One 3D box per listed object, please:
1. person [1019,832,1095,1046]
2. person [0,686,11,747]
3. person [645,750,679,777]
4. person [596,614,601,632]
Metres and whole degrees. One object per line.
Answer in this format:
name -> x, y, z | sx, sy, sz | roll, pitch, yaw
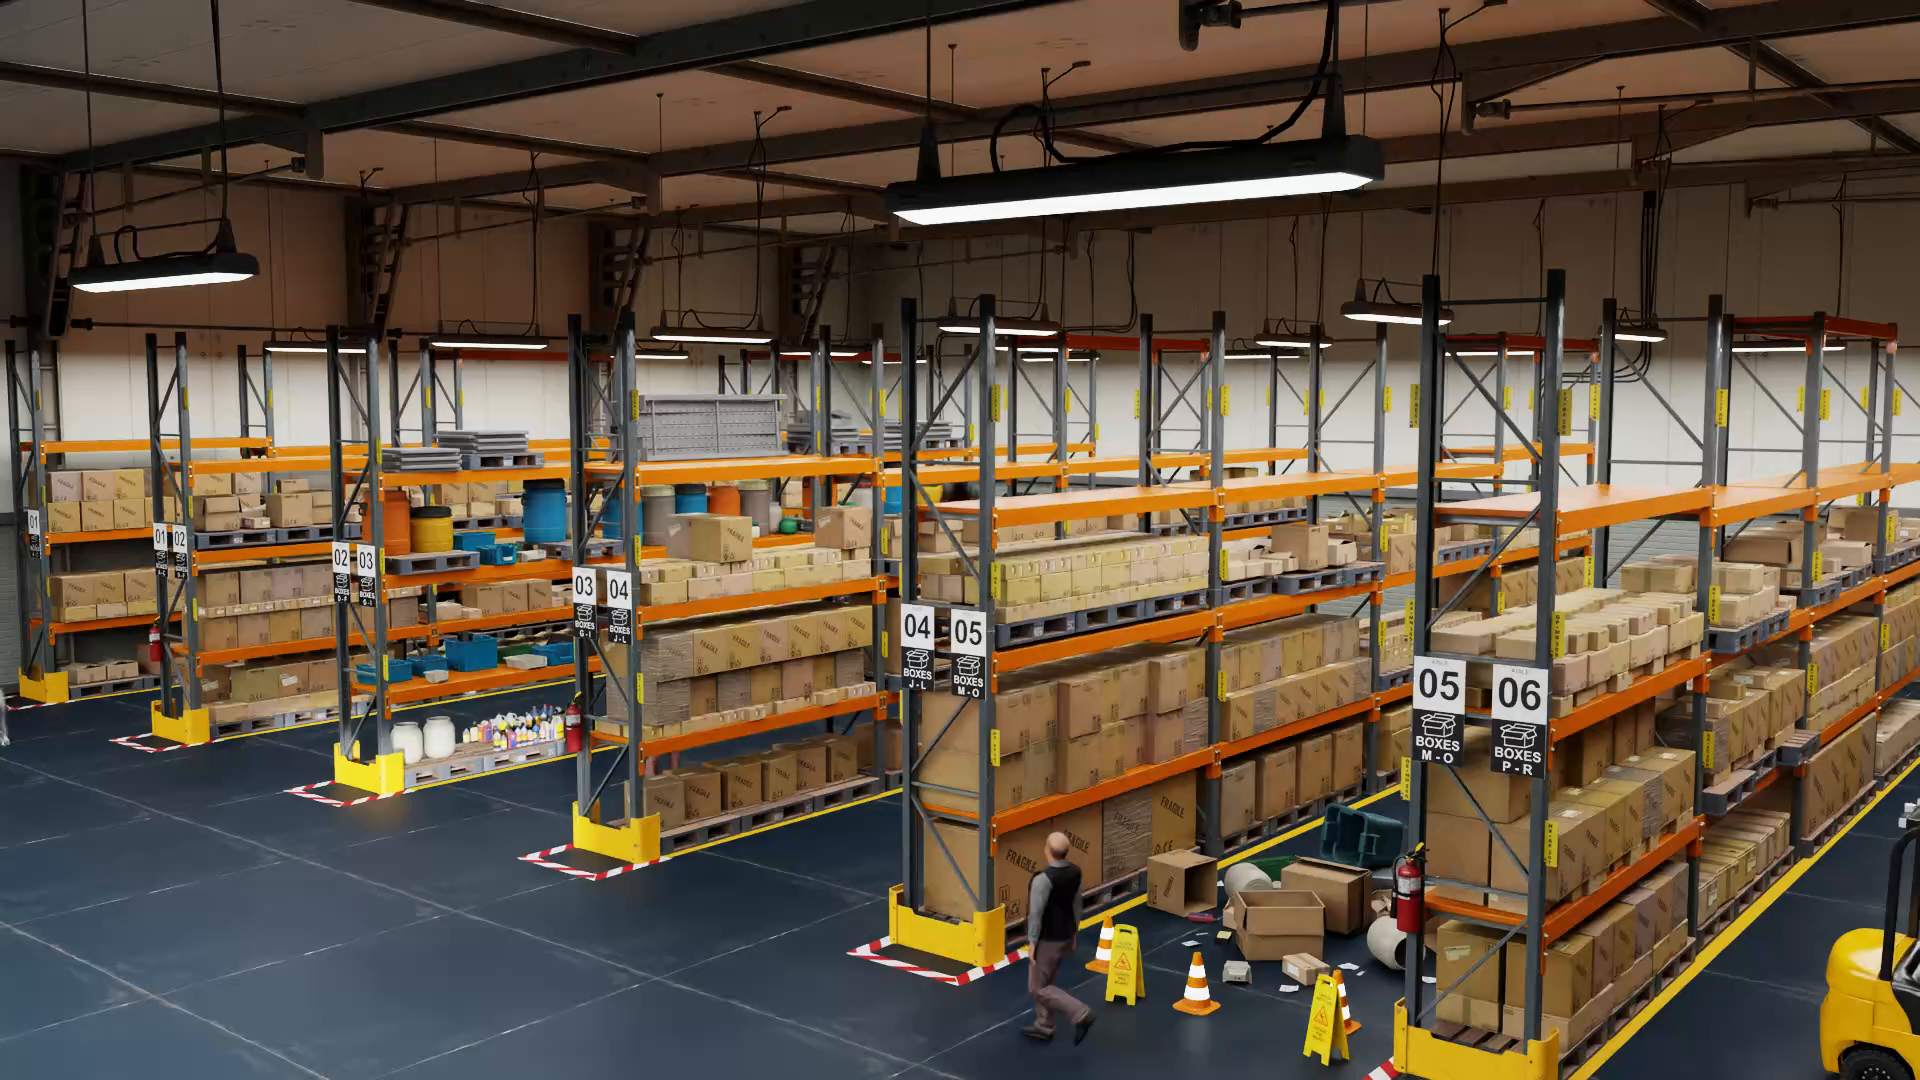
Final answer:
person -> 0.752, 3.134, 13.044 | 0.671, 1.711, 0.528 | 2, 5, 16
person -> -14.132, 2.201, 24.151 | 0.578, 1.619, 0.418 | 4, 7, 40
person -> -3.745, 2.435, 21.039 | 0.548, 1.680, 0.369 | -4, 7, -39
person -> -7.467, 1.267, 34.246 | 0.441, 1.615, 0.665 | 4, 6, 35
